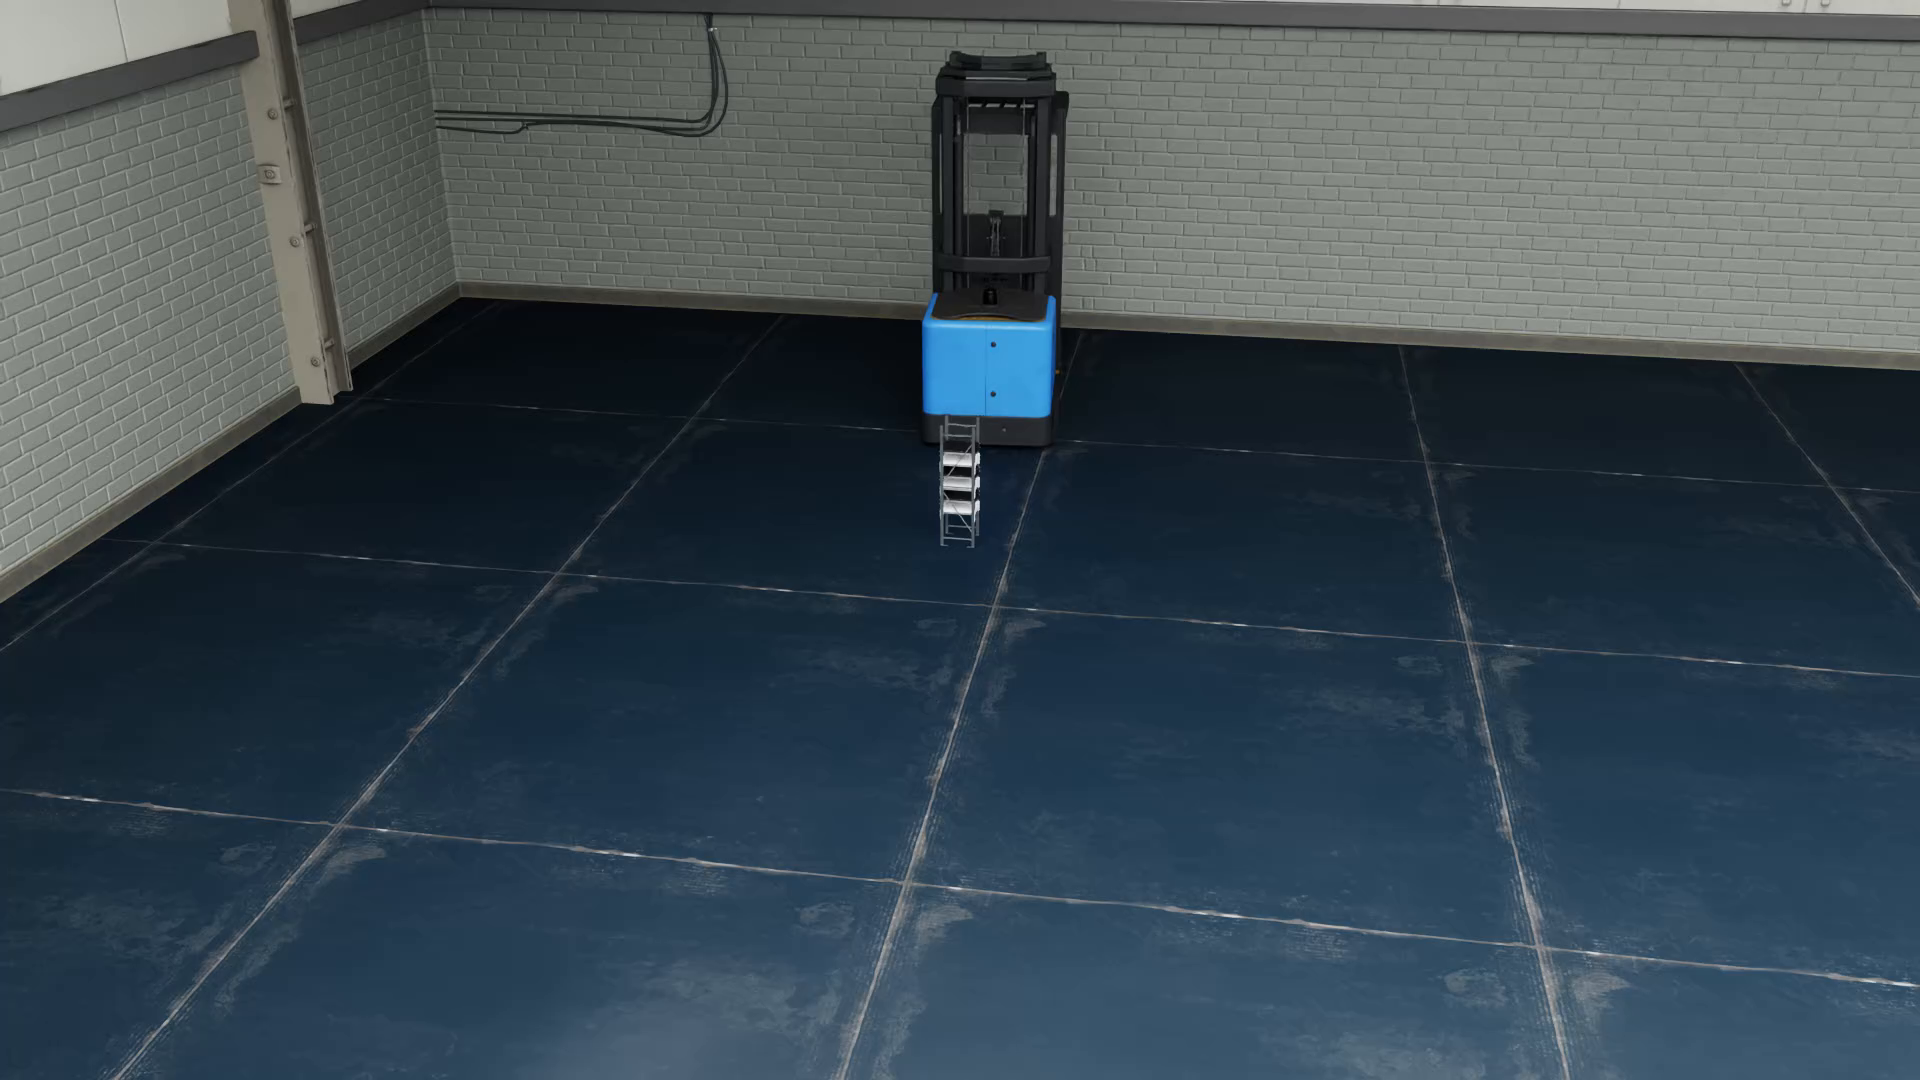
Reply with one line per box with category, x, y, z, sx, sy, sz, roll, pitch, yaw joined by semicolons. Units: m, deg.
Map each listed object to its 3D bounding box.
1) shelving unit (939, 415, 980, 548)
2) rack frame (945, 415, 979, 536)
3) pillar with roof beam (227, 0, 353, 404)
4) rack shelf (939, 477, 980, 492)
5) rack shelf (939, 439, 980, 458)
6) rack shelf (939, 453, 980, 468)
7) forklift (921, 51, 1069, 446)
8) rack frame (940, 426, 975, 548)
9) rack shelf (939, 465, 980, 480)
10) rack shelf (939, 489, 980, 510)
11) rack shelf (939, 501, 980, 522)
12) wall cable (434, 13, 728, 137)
shelving unit;-0.001;-0.404;11.596;0.258;0.900;0.210;4;25;9
rack frame;0.015;-0.447;11.687;0.240;0.900;0.006;4;25;9
pillar with roof beam;-1.273;-5.035;11.936;9.100;9.000;0.400;4;25;9
rack shelf;-0.001;-0.374;11.610;0.258;0.077;0.200;4;25;9
rack shelf;-0.001;-0.619;11.496;0.258;0.077;0.200;4;25;9
rack shelf;-0.001;-0.537;11.534;0.258;0.077;0.200;4;25;9
forklift;0.335;-2.661;14.022;1.130;2.935;3.031;2;25;5
rack frame;-0.018;-0.362;11.505;0.240;0.900;0.006;4;25;9
rack shelf;-0.001;-0.455;11.572;0.258;0.077;0.200;4;25;9
rack shelf;-0.001;-0.292;11.649;0.258;0.077;0.200;4;25;9
rack shelf;-0.001;-0.211;11.687;0.258;0.077;0.200;4;25;9
wall cable;-3.734;-5.067;15.668;3.097;2.526;0.112;4;25;9
